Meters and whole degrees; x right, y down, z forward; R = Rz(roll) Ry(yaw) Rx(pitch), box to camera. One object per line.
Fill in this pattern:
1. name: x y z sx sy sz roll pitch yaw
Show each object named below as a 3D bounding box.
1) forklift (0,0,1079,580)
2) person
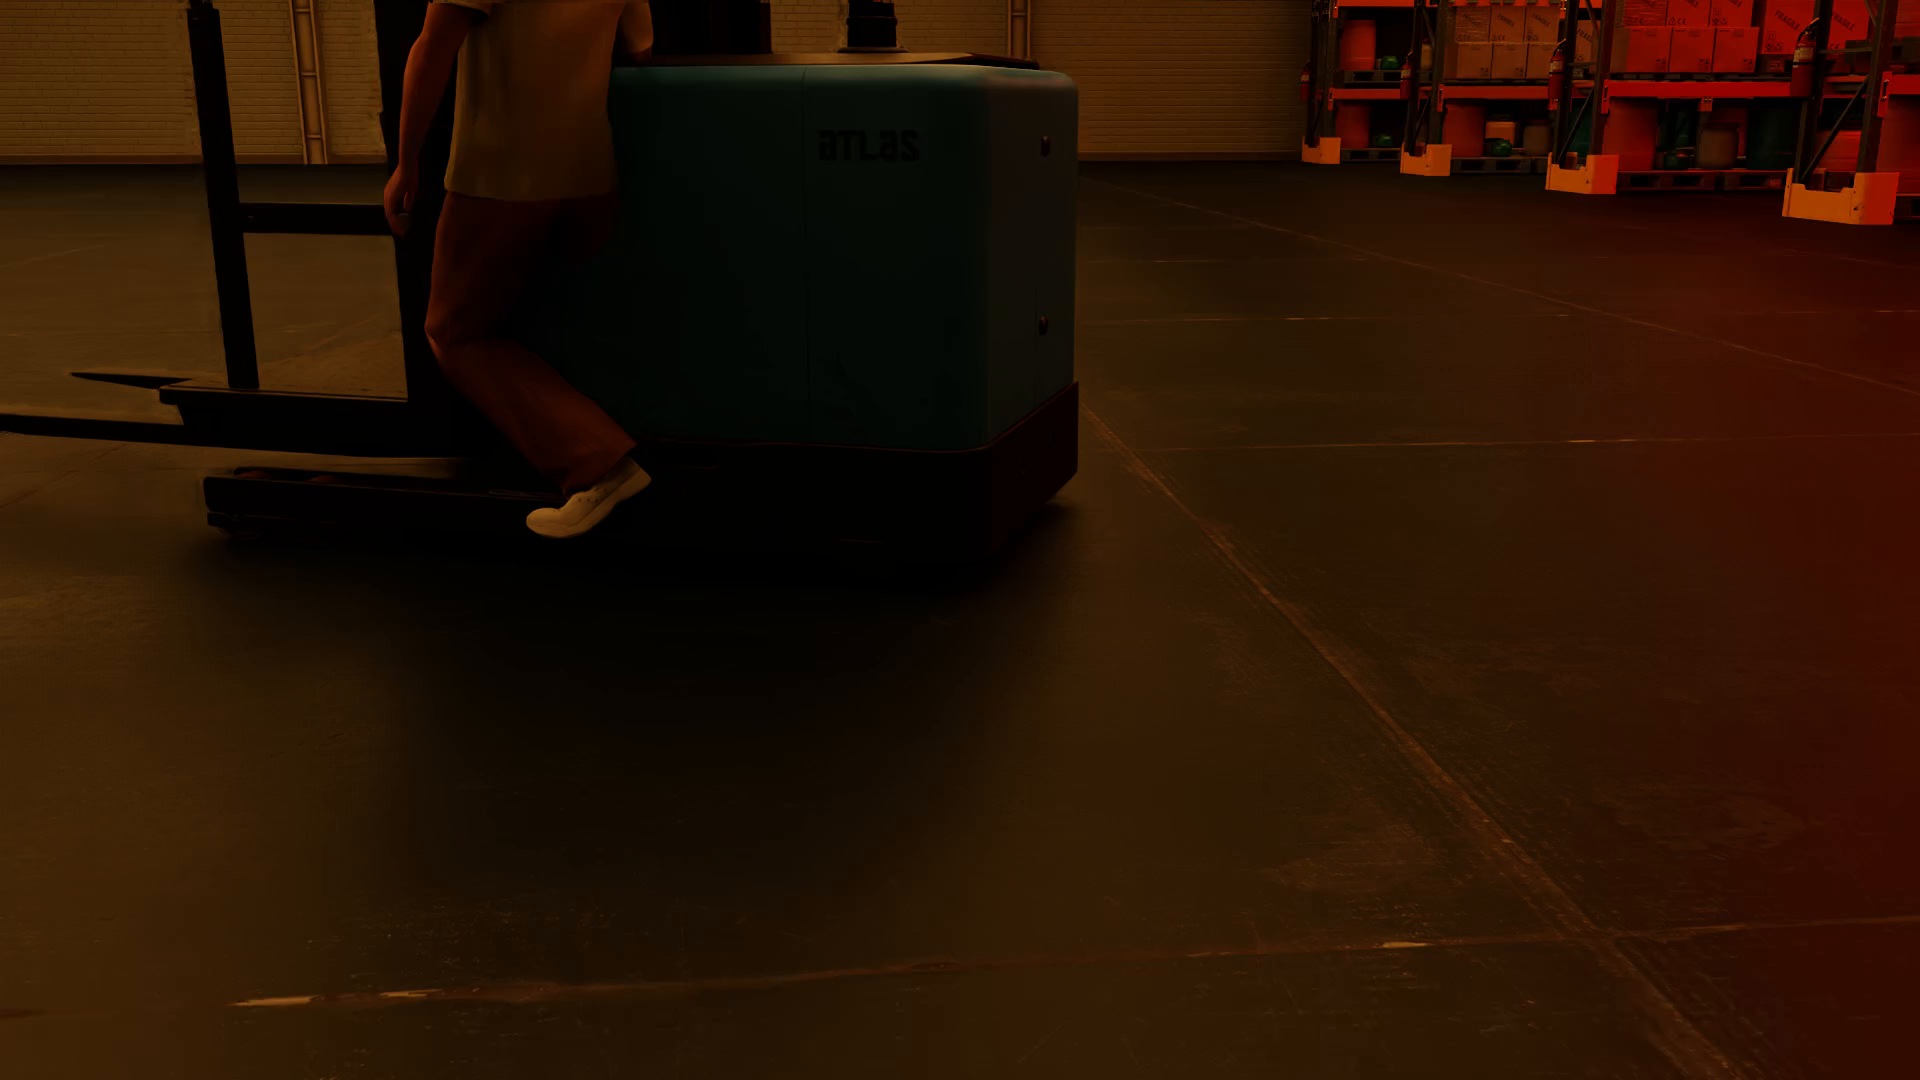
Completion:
1. forklift: -1.271 -1.525 3.971 3.031 2.935 1.130 4 15 16
2. person: -0.940 -0.777 3.557 0.706 1.591 0.695 14 20 43
